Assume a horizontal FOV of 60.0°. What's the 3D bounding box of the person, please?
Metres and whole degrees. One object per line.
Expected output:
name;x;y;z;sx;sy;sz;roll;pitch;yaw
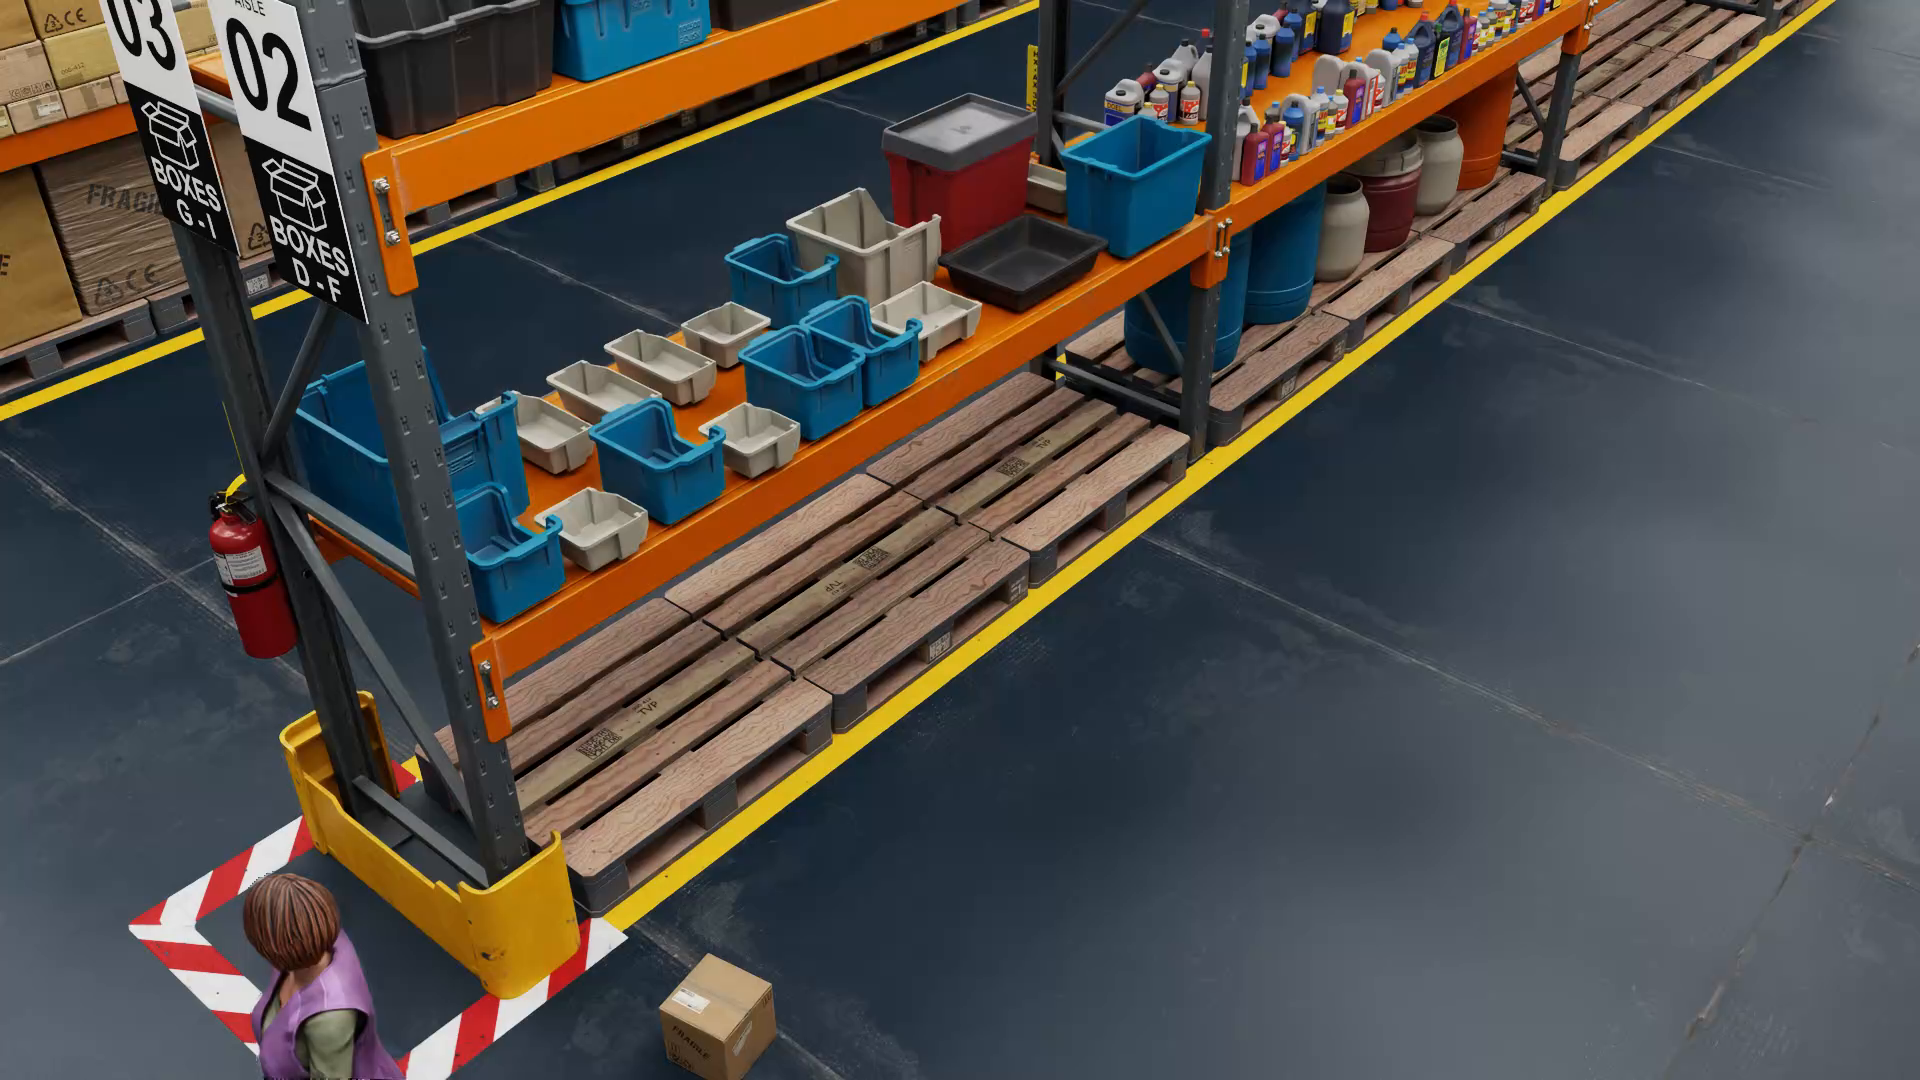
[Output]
person;-1.550;1.508;4.127;0.550;1.491;0.446;-21;40;-26
